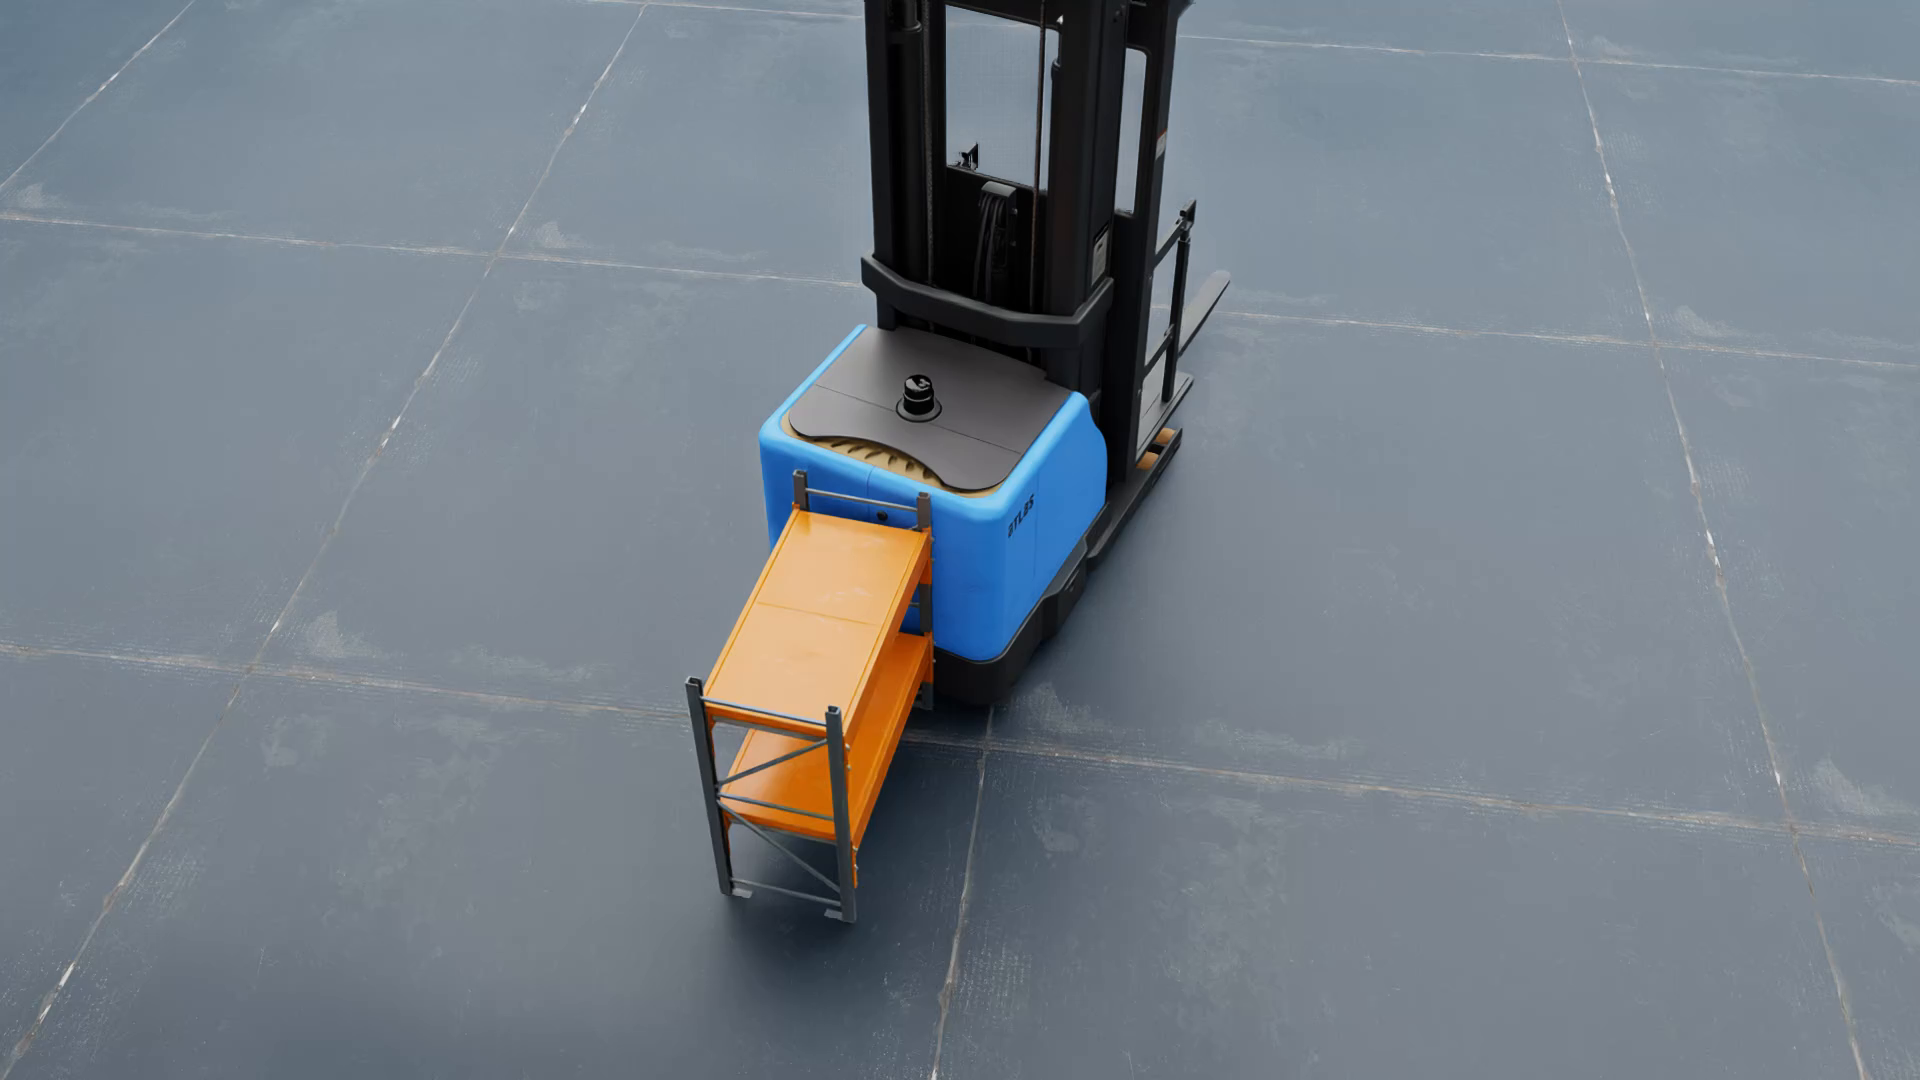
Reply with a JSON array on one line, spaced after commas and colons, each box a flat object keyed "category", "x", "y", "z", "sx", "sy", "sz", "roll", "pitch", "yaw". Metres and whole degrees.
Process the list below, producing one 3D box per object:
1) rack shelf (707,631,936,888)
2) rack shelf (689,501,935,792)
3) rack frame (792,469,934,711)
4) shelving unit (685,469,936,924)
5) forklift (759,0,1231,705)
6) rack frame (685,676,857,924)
[{"category": "rack shelf", "x": -0.479, "y": 0.727, "z": 6.042, "sx": 0.538, "sy": 0.278, "sz": 1.000, "roll": 10, "pitch": 44, "yaw": 11}, {"category": "rack shelf", "x": -0.479, "y": 0.336, "z": 5.673, "sx": 0.538, "sy": 0.278, "sz": 1.000, "roll": 10, "pitch": 44, "yaw": 11}, {"category": "rack frame", "x": -0.347, "y": 0.211, "z": 6.231, "sx": 0.500, "sy": 1.125, "sz": 0.032, "roll": 10, "pitch": 44, "yaw": 11}, {"category": "shelving unit", "x": -0.479, "y": 0.549, "z": 5.874, "sx": 0.538, "sy": 1.125, "sz": 1.048, "roll": 10, "pitch": 44, "yaw": 11}, {"category": "forklift", "x": 0.365, "y": -1.431, "z": 6.652, "sx": 1.130, "sy": 2.935, "sz": 3.031, "roll": 20, "pitch": 47, "yaw": 20}, {"category": "rack frame", "x": -0.610, "y": 0.887, "z": 5.518, "sx": 0.500, "sy": 1.125, "sz": 0.032, "roll": 10, "pitch": 44, "yaw": 11}]
